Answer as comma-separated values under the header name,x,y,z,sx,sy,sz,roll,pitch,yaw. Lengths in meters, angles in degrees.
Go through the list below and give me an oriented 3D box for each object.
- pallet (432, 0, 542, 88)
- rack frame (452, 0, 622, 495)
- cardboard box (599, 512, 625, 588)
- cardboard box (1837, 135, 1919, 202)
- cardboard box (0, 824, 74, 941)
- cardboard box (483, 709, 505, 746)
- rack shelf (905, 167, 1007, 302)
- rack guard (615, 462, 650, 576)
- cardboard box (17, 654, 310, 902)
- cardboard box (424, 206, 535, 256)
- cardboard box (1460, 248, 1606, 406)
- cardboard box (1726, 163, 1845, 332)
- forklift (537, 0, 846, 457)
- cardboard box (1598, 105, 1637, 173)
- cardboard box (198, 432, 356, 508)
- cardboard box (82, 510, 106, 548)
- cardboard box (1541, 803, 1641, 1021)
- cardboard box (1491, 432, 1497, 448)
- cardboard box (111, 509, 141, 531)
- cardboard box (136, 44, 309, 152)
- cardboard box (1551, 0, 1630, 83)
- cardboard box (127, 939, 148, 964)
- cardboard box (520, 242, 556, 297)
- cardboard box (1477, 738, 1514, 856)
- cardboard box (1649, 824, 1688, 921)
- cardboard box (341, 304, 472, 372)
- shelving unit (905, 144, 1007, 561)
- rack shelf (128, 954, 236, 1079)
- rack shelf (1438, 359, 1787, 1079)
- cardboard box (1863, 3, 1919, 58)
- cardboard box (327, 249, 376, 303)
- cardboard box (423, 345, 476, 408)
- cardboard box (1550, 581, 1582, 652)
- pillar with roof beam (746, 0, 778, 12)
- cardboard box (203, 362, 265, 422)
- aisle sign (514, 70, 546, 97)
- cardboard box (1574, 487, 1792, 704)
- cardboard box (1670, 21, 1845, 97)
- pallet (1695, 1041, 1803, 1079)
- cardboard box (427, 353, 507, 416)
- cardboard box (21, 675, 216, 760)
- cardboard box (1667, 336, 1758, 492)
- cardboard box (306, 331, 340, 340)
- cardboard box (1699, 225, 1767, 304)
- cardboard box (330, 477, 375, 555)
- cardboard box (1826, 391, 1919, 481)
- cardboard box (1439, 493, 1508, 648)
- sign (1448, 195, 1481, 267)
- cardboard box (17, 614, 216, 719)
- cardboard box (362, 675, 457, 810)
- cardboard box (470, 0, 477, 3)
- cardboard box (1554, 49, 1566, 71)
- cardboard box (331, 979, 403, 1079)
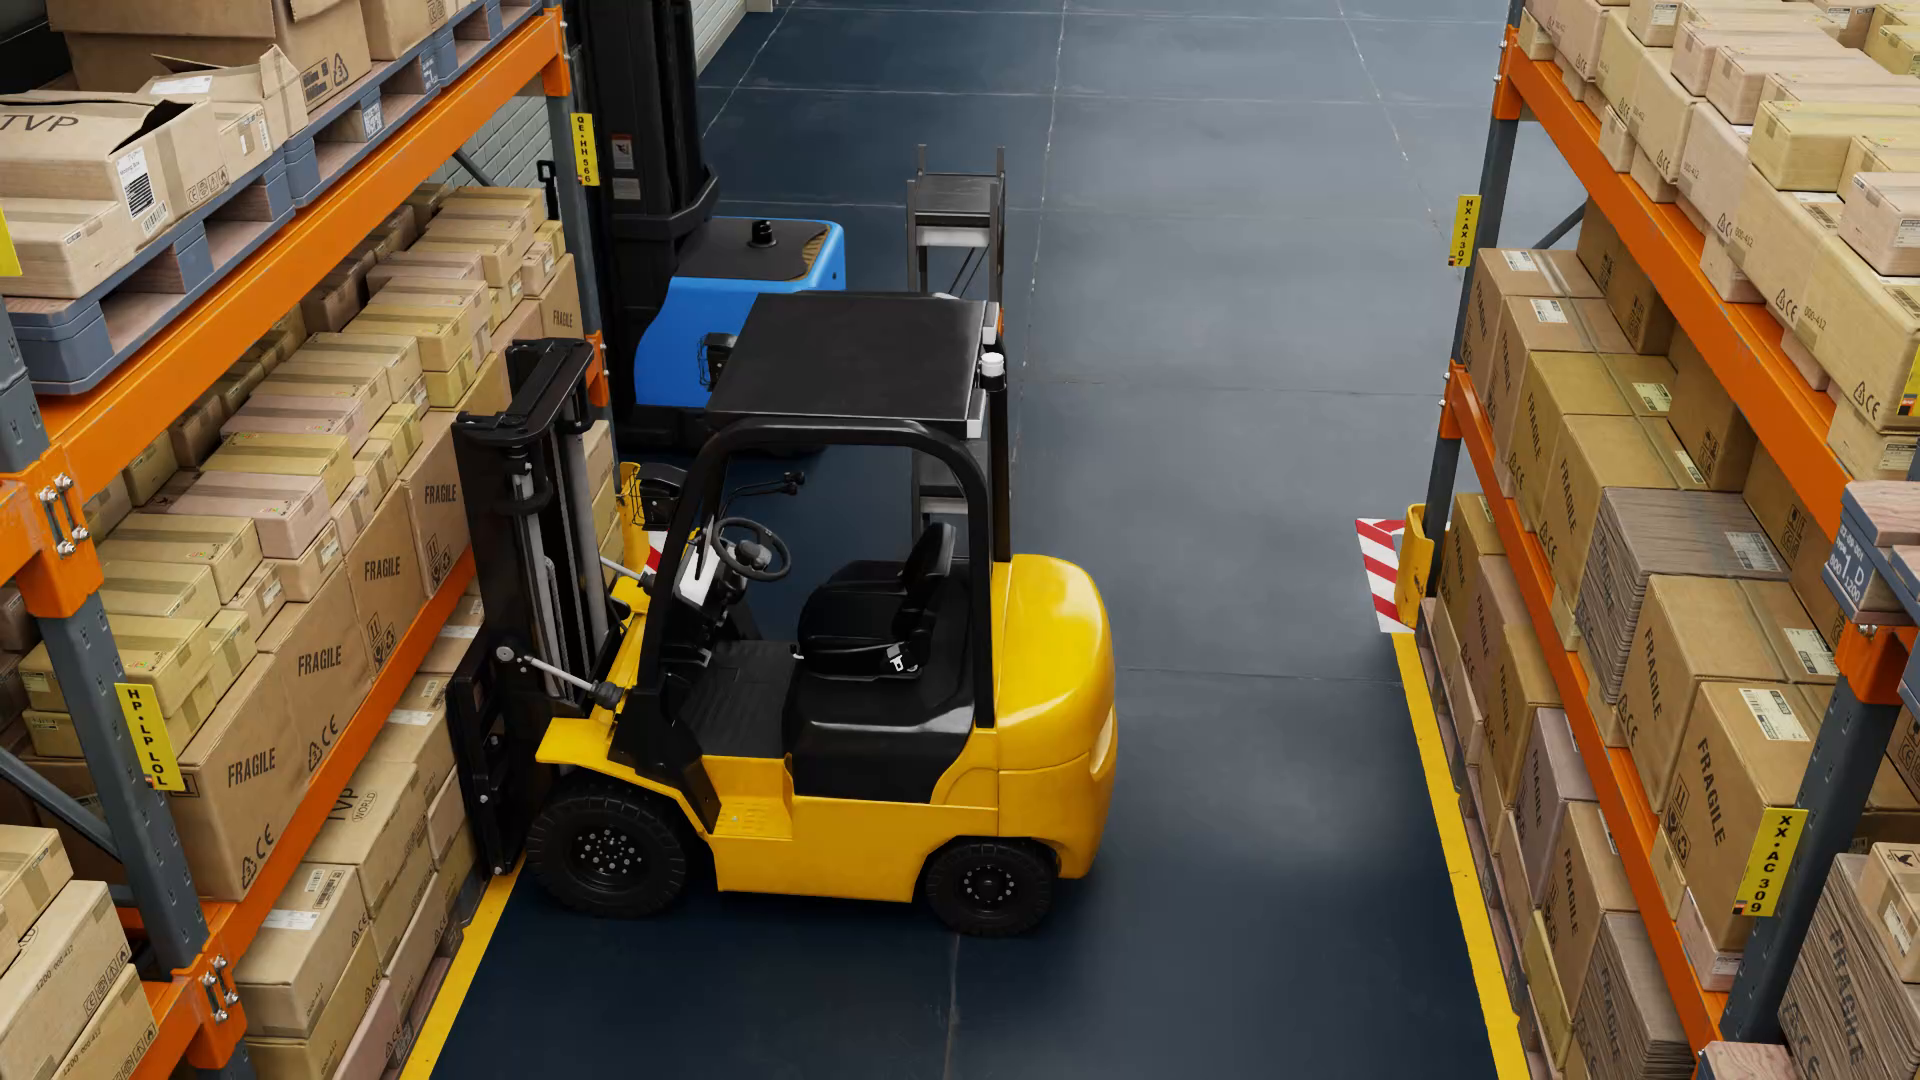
name,x,y,z,sx,sy,sz,roll,pitch,yaw
pallet,-2.287,-2.036,6.420,1.003,0.211,1.213,2,32,4
rack frame,-2.203,-1.165,7.782,1.000,3.000,0.127,2,32,4
cardboard box,-1.927,0.086,7.972,0.500,0.250,0.500,3,32,4
cardboard box,2.282,-0.820,3.841,0.380,0.149,0.250,3,32,5
cardboard box,-2.335,0.796,3.886,0.380,0.149,0.250,4,32,6
cardboard box,-2.048,0.676,6.538,0.500,0.250,0.500,2,32,4
rack shelf,-0.014,-1.392,7.699,0.431,0.518,0.480,2,32,4
rack guard,-2.201,-0.114,8.458,1.175,0.500,0.348,2,32,4
cardboard box,-2.233,0.663,4.720,0.500,0.500,0.500,2,32,3
cardboard box,-2.011,-1.284,6.977,0.380,0.149,0.250,3,32,4
cardboard box,2.429,-0.889,6.954,0.500,0.500,0.500,2,32,3
cardboard box,2.226,-0.710,4.043,0.500,0.250,0.500,2,32,3
forklift,-2.220,-2.043,9.272,3.031,2.935,1.130,3,32,6
cardboard box,2.292,-1.290,5.364,0.380,0.149,0.250,3,32,5
cardboard box,-2.147,-0.214,5.242,0.380,0.149,0.250,2,32,3
cardboard box,-2.734,0.033,4.841,0.380,0.149,0.250,2,32,4
cardboard box,2.239,1.222,5.414,0.500,0.500,0.500,3,32,5
cardboard box,2.401,-0.412,6.798,0.380,0.149,0.250,1,32,2
cardboard box,-2.760,0.021,5.143,0.380,0.149,0.250,3,32,4
cardboard box,-2.105,-1.278,4.738,0.396,0.266,0.258,2,32,3
cardboard box,2.387,-1.780,5.780,0.500,0.250,0.500,2,32,3
cardboard box,-2.682,1.227,5.168,0.500,0.250,0.500,3,32,5
cardboard box,-1.943,-1.156,7.053,0.380,0.149,0.250,3,32,5
cardboard box,2.322,0.999,6.490,0.500,0.250,0.500,5,32,7
cardboard box,2.154,0.932,4.619,0.380,0.149,0.250,3,32,5
cardboard box,-2.026,-0.743,6.099,0.380,0.149,0.250,3,32,5
shelving unit,-0.013,-0.807,8.059,0.431,2.100,0.503,2,32,4
rack shelf,-2.692,2.278,2.879,1.077,0.370,4.000,2,32,4
rack shelf,2.581,0.397,5.933,1.077,0.370,4.000,2,32,4
cardboard box,2.920,-1.472,4.900,0.380,0.149,0.250,3,32,5
cardboard box,-2.541,-1.041,6.583,0.380,0.149,0.250,3,32,4
cardboard box,-2.032,-0.619,6.182,0.380,0.149,0.250,3,32,4
cardboard box,2.256,0.262,5.705,0.380,0.149,0.250,3,32,4
pillar with roof beam,2.109,-9.485,15.563,9.100,9.000,0.400,2,32,4
cardboard box,-2.616,-0.498,5.702,0.380,0.149,0.250,3,32,5
aisle sign,-1.905,-2.294,7.135,0.394,0.787,0.004,2,32,4
cardboard box,2.280,0.183,5.215,0.500,0.500,0.500,3,32,5
cardboard box,2.258,-1.363,4.723,0.380,0.149,0.250,3,32,5
pallet,2.211,1.612,3.459,1.003,0.211,1.213,2,32,4
cardboard box,-2.074,-0.400,6.445,0.500,0.500,0.500,2,32,3
cardboard box,-2.241,0.452,4.443,0.380,0.149,0.250,2,32,3
cardboard box,2.754,-0.483,5.343,0.700,0.500,0.500,2,32,4
cardboard box,-2.646,-0.789,6.458,0.380,0.149,0.250,3,32,4
cardboard box,2.238,-0.749,4.487,0.380,0.149,0.250,3,32,5
cardboard box,-2.111,-0.084,5.313,0.380,0.149,0.250,2,32,3
cardboard box,2.140,-0.212,3.615,0.380,0.149,0.250,3,32,4
cardboard box,2.402,0.140,7.170,0.500,0.500,0.500,1,32,2
sign,2.203,-1.347,7.251,0.100,0.325,0.005,2,32,4
cardboard box,-2.207,0.327,4.363,0.380,0.149,0.250,3,32,5
cardboard box,-2.096,0.725,5.981,0.500,0.250,0.500,3,32,6
cardboard box,-1.968,-2.110,6.200,0.380,0.149,0.250,2,32,3
cardboard box,2.461,-1.824,6.232,0.380,0.149,0.250,1,32,2
cardboard box,-2.160,1.679,5.386,0.500,0.250,0.500,3,32,4
